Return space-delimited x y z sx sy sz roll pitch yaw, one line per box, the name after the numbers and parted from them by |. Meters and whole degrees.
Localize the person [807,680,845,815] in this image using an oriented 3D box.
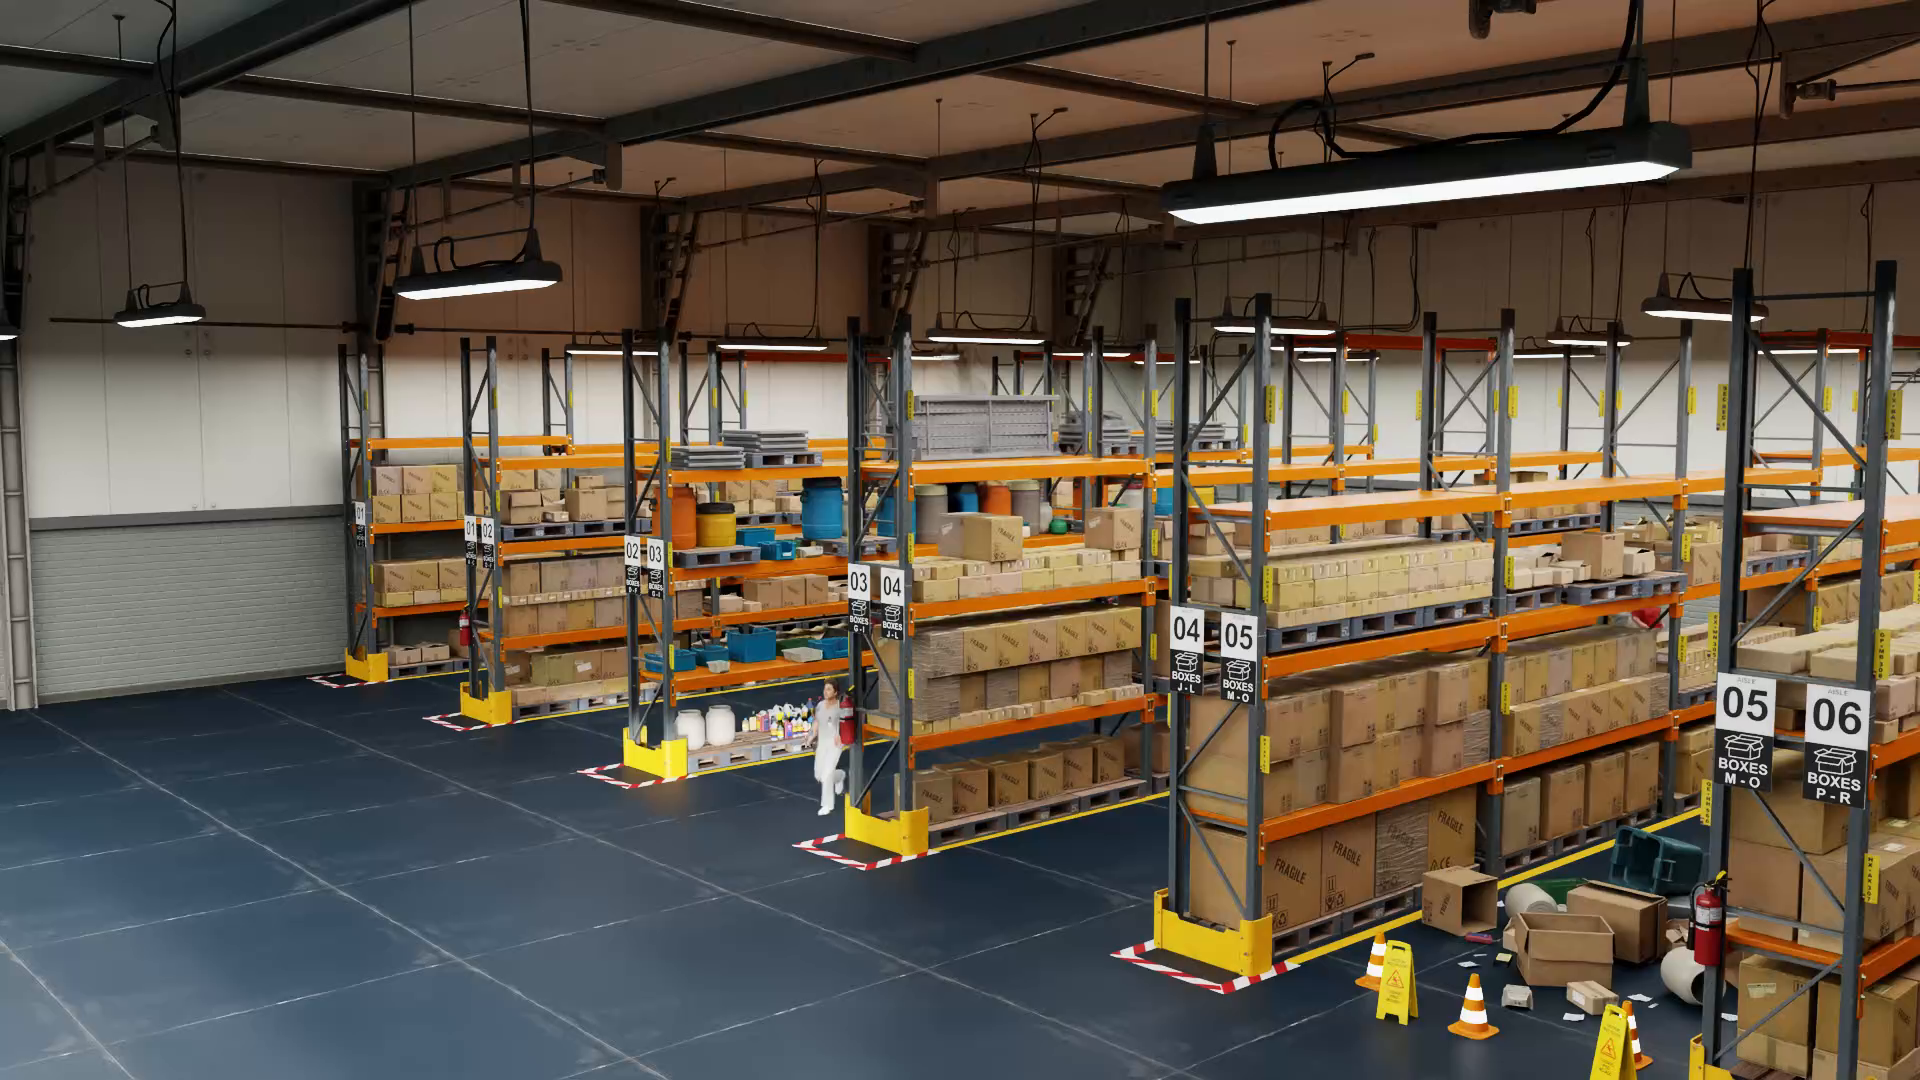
-1.559 2.622 20.527 0.557 1.463 0.624 3 6 30 | person

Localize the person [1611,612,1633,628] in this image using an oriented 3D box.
11.878 1.706 30.097 0.573 1.583 0.584 -3 6 -27 | person

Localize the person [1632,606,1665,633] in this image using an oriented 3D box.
12.177 1.700 29.350 0.673 1.758 0.664 -1 5 -13 | person
